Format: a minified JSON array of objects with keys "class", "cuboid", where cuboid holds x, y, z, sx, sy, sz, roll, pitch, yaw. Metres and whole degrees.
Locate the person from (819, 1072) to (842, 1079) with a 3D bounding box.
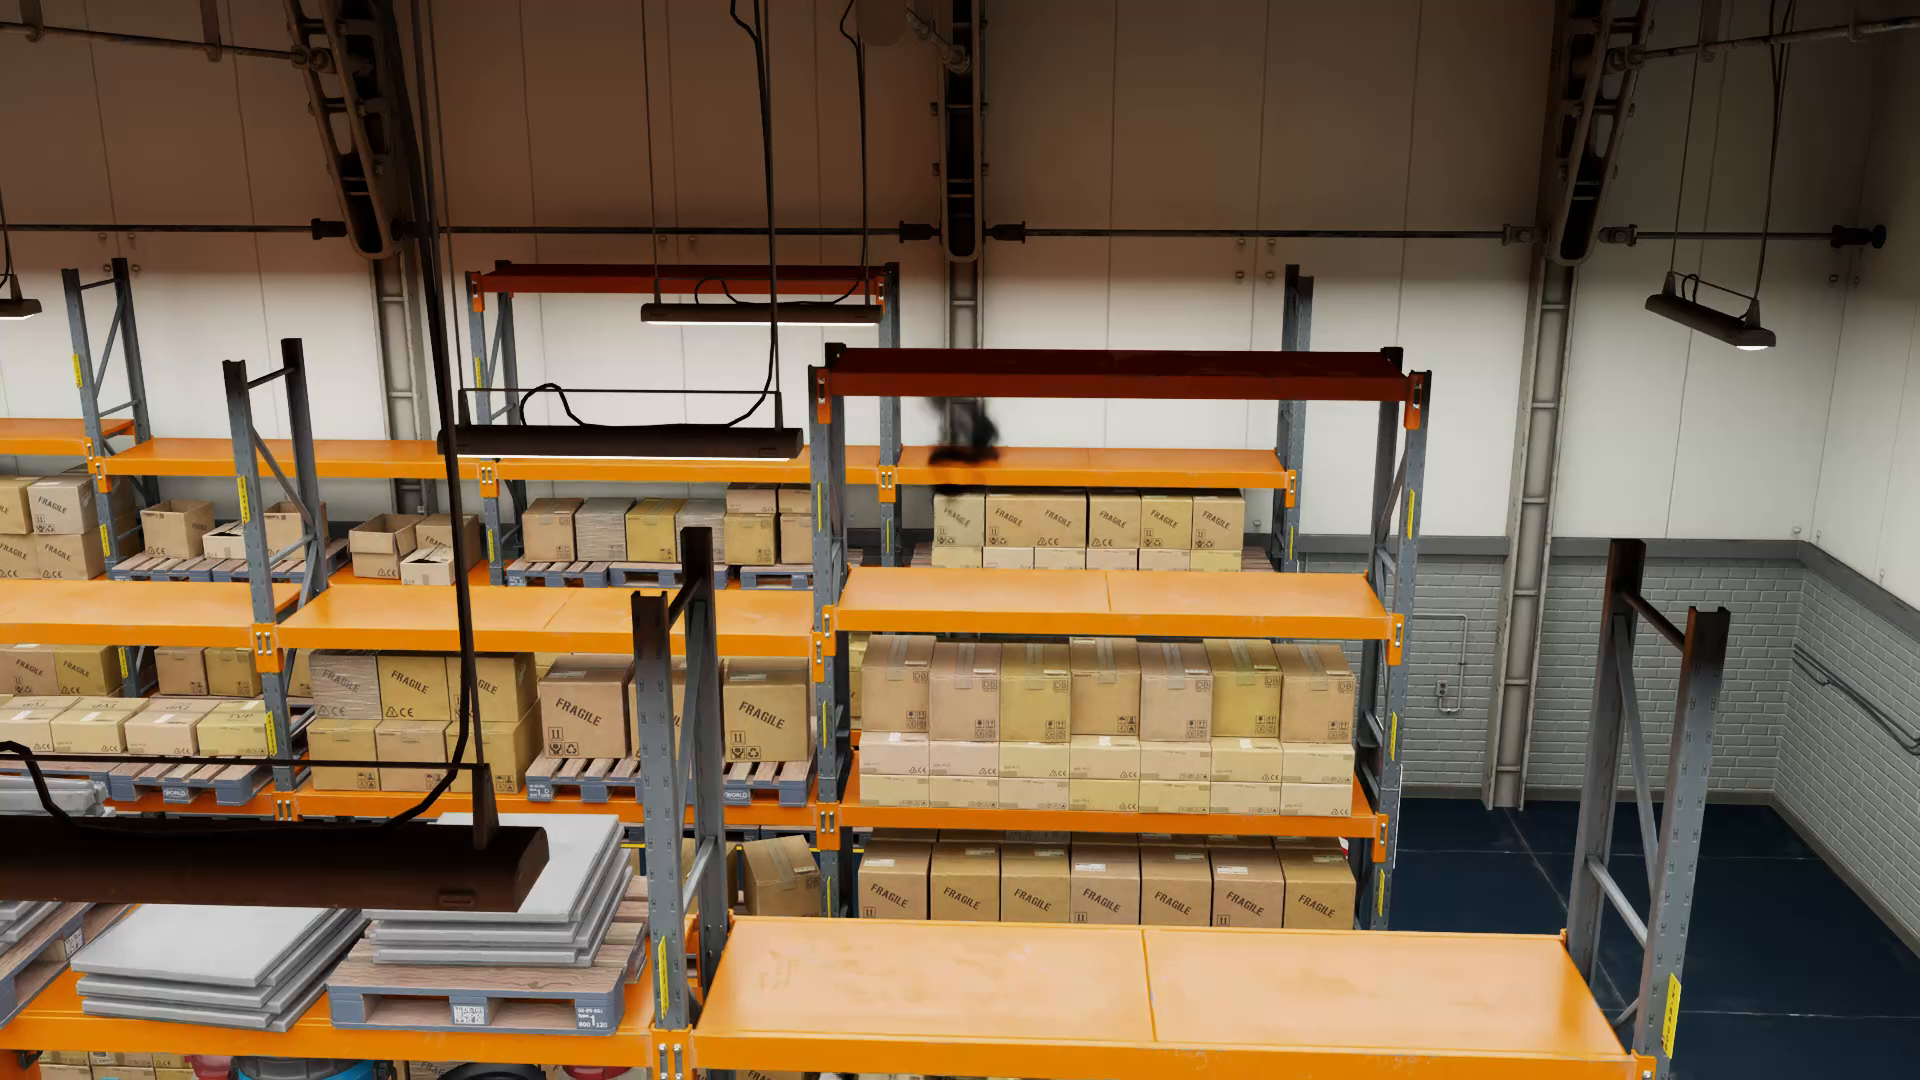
[{"class":"person","cuboid":[-0.874,4.261,10.941,0.544,1.655,0.550,0,16,-1]}]
